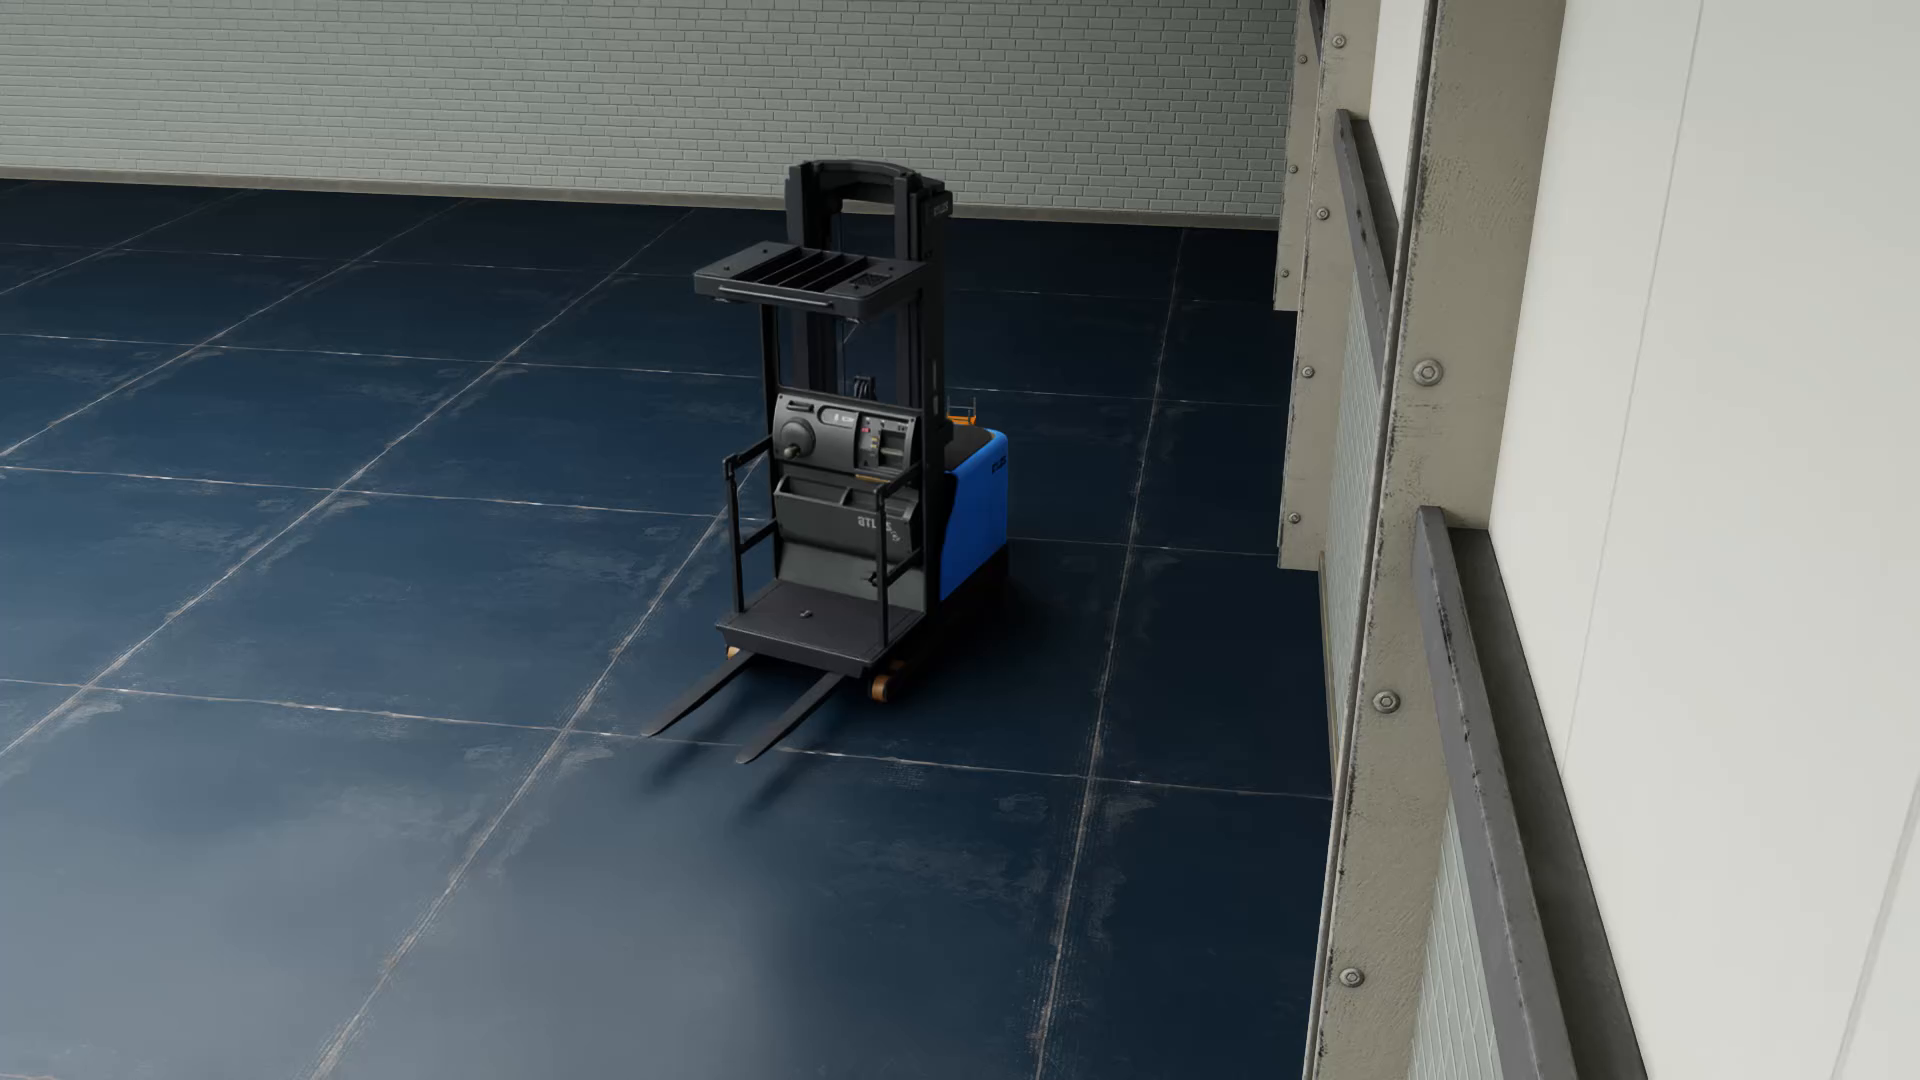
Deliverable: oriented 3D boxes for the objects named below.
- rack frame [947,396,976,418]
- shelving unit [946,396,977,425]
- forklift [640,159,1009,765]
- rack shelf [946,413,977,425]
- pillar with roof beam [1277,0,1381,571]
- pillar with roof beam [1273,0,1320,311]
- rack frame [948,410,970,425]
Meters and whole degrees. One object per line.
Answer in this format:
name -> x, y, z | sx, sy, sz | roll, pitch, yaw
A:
rack frame -> 0.011, -0.504, 11.633 | 0.200, 1.050, 0.008 | 4, 25, 9
shelving unit -> -0.009, -0.453, 11.524 | 0.215, 1.050, 0.252 | 4, 25, 9
forklift -> -0.773, -0.585, 9.587 | 1.130, 2.935, 3.031 | 12, 28, 23
rack shelf -> -0.009, -0.701, 11.408 | 0.215, 0.259, 0.240 | 4, 25, 9
pillar with roof beam -> -1.887, -4.255, 10.269 | 9.100, 9.000, 0.400 | 4, 25, 9
pillar with roof beam -> -0.907, -6.764, 15.630 | 9.100, 9.000, 0.400 | 4, 25, 9
rack frame -> -0.029, -0.402, 11.415 | 0.200, 1.050, 0.008 | 4, 25, 9
